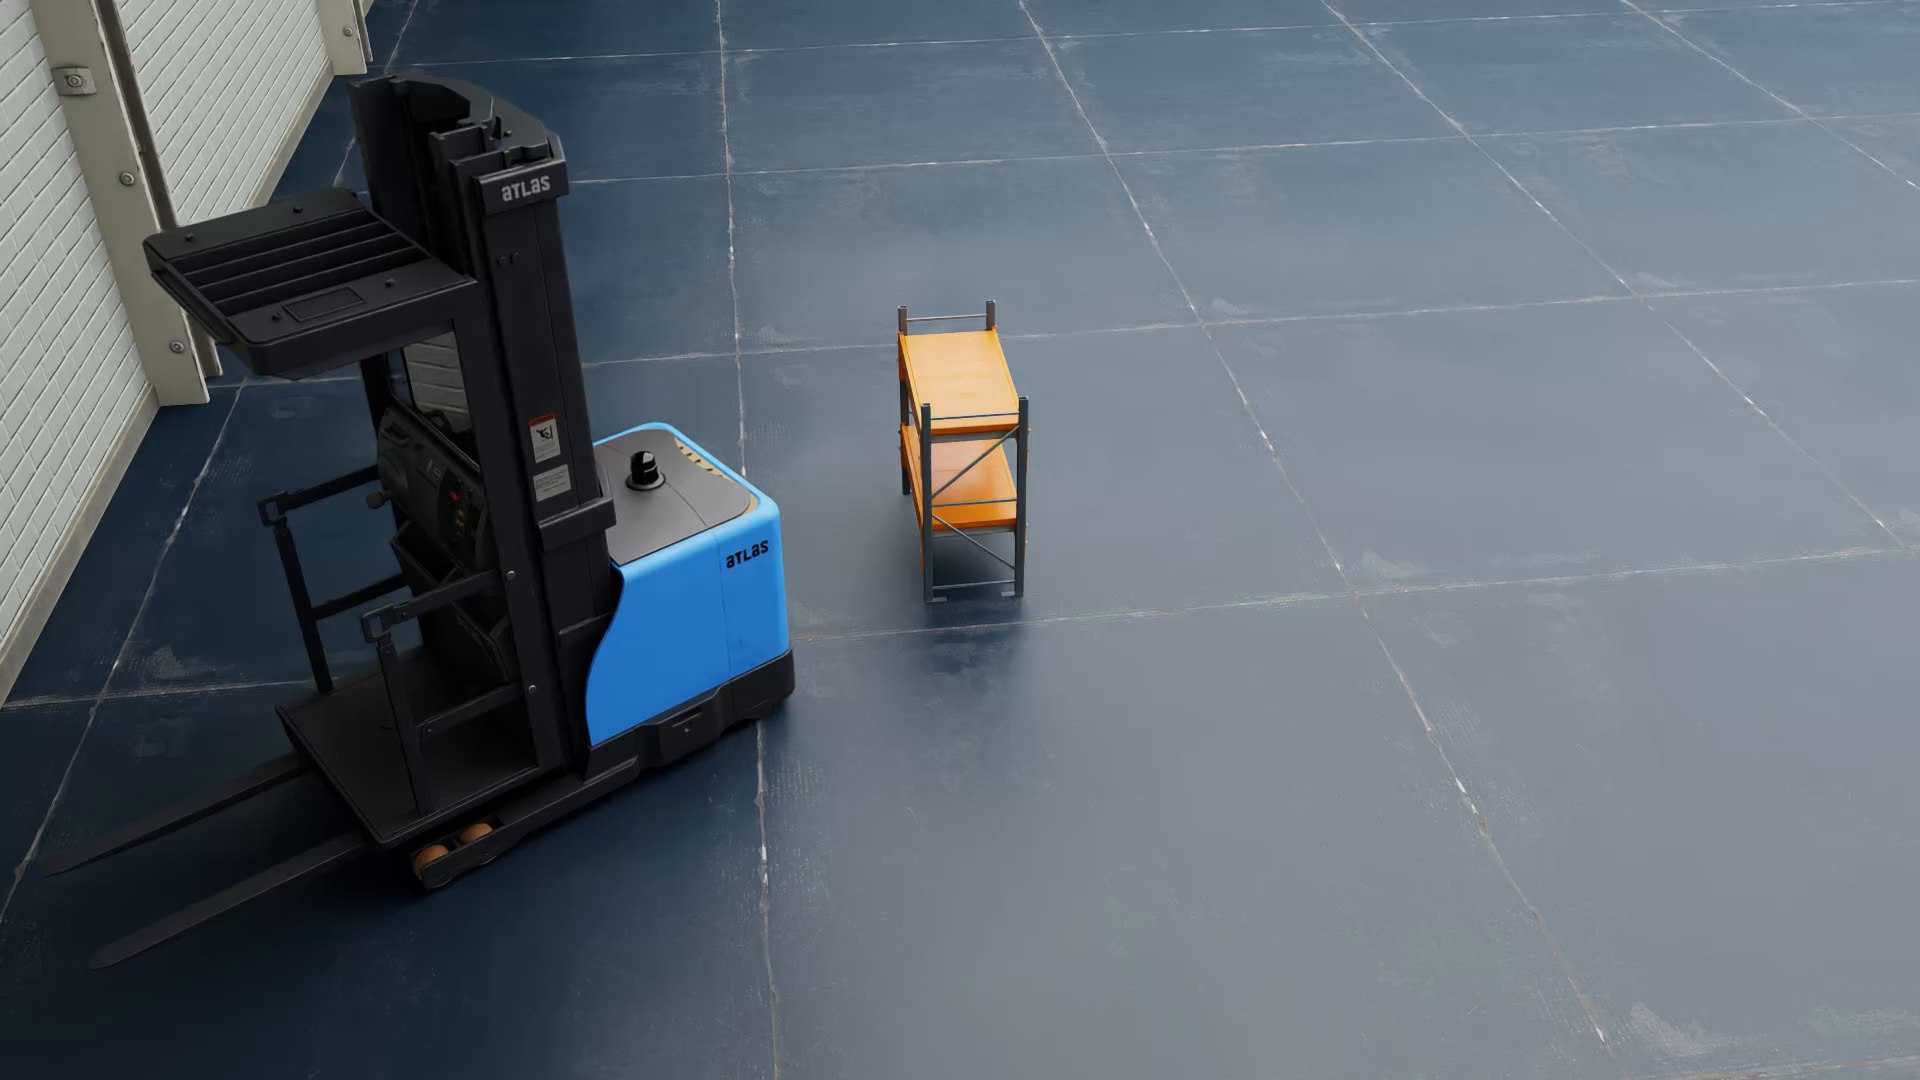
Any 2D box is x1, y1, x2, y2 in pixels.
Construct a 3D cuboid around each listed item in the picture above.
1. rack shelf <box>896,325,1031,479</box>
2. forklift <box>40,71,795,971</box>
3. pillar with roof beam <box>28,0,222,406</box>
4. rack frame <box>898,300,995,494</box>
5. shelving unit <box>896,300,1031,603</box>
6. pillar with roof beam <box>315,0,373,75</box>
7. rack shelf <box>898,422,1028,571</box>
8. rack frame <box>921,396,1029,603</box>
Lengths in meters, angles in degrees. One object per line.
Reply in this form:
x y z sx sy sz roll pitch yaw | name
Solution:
0.001 -0.703 8.263 0.538 0.278 1.000 -4 35 -6 | rack shelf
-2.212 -0.150 6.367 3.031 2.935 1.130 -25 42 -32 | forklift
-0.418 -4.964 8.044 9.100 9.000 0.400 -4 35 -6 | pillar with roof beam
-0.067 -0.745 8.844 0.500 1.125 0.032 -4 35 -6 | rack frame
0.001 -0.461 8.428 0.538 1.125 1.048 -4 35 -6 | shelving unit
-1.225 -8.313 12.957 9.100 9.000 0.400 -4 35 -6 | pillar with roof beam
0.001 -0.259 8.565 0.538 0.278 1.000 -4 35 -6 | rack shelf
0.069 -0.177 8.011 0.500 1.125 0.032 -4 35 -6 | rack frame
